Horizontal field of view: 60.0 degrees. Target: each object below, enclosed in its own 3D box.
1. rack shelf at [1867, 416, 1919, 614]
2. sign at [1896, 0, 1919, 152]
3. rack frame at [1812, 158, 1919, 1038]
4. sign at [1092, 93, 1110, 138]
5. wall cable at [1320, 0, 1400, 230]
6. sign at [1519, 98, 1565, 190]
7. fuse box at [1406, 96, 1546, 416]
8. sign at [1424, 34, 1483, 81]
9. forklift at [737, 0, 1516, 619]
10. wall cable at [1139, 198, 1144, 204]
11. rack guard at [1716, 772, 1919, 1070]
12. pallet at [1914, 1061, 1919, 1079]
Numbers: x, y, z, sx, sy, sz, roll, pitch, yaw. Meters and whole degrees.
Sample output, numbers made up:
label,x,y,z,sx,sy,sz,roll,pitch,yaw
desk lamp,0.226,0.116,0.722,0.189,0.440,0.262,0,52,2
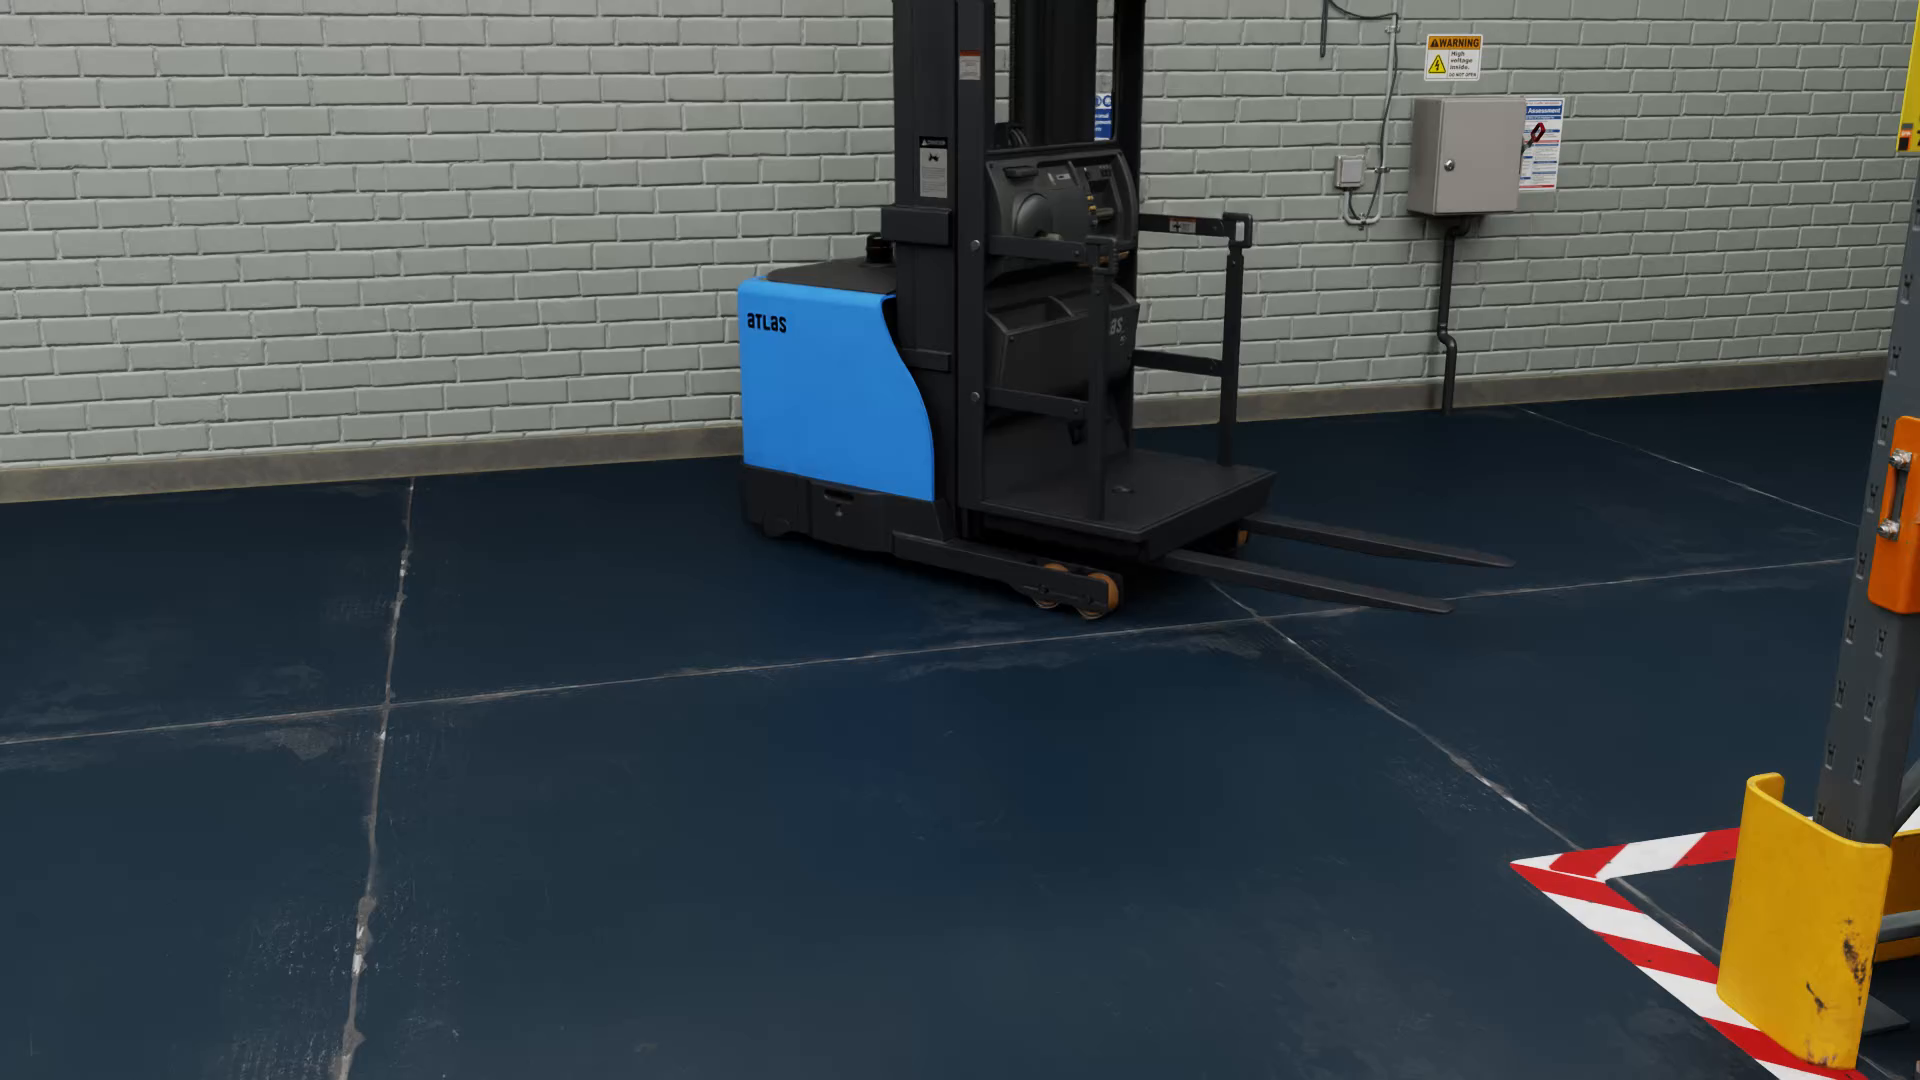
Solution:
label,x,y,z,sx,sy,sz,roll,pitch,yaw
rack shelf,2.807,0.454,1.477,1.077,0.370,4.000,-5,17,-15
sign,1.722,-0.854,2.938,0.100,0.325,0.005,-5,17,-15
rack frame,2.257,-0.444,3.215,1.000,3.000,0.127,-5,17,-15
sign,0.622,-2.144,8.406,0.327,0.218,0.001,-5,17,-15
wall cable,2.045,-2.603,8.639,0.588,1.984,0.122,-5,17,-15
sign,3.163,-2.178,9.154,0.329,0.494,0.001,-5,17,-15
fuse box,2.745,-1.510,9.005,0.539,1.711,0.414,-5,17,-15
sign,2.635,-2.576,8.877,0.339,0.242,0.001,-5,17,-15
forklift,0.563,-1.291,6.155,3.031,2.935,1.130,12,21,35
wall cable,0.685,-2.503,8.251,0.585,1.953,0.123,-5,17,-15
rack guard,2.250,0.747,3.597,1.175,0.500,0.348,-5,17,-15
pallet,2.552,1.107,2.900,1.003,0.211,1.213,-5,17,-15
